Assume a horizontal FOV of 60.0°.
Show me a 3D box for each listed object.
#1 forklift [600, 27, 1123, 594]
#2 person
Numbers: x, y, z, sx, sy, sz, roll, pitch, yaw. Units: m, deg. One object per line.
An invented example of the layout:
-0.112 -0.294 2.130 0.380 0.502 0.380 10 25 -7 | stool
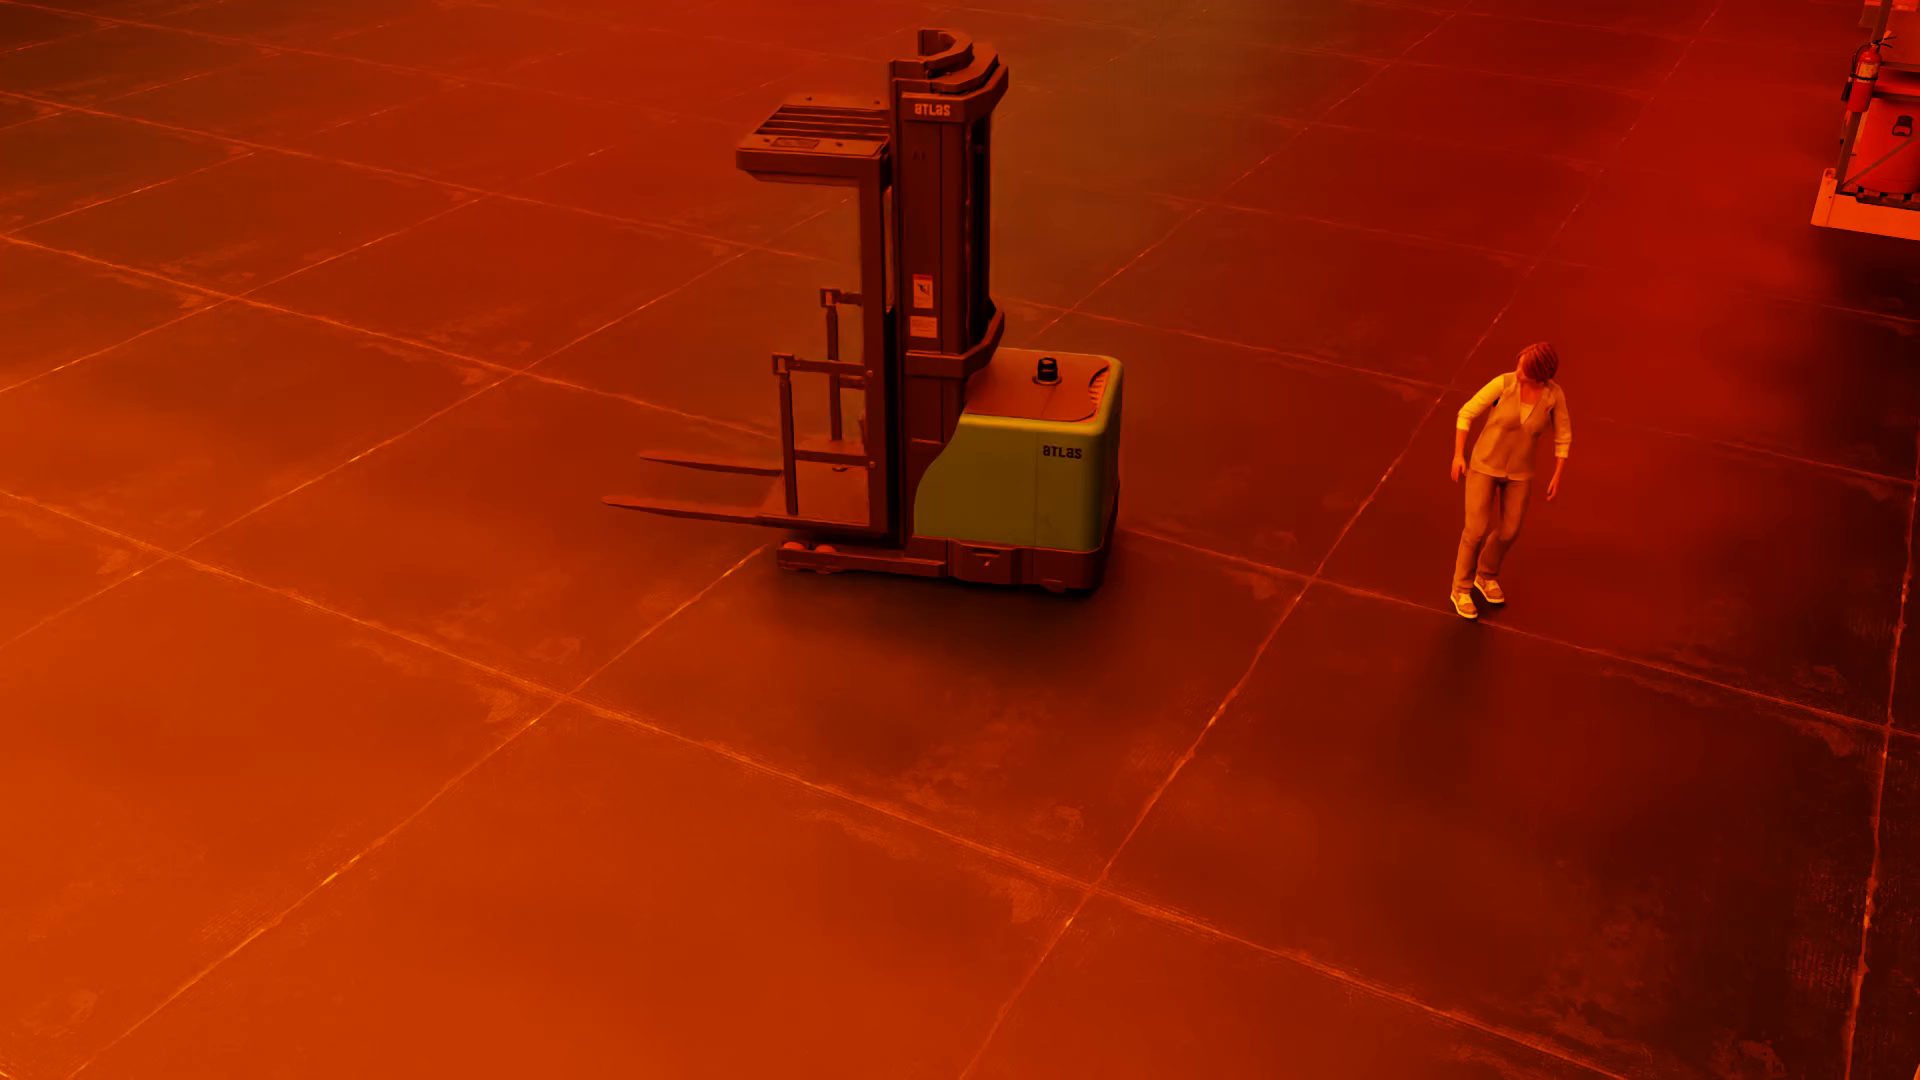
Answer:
-0.606 -1.323 9.363 3.031 2.935 1.130 6 30 10 | forklift
2.976 -0.336 9.012 0.622 1.580 0.453 1 30 2 | person
